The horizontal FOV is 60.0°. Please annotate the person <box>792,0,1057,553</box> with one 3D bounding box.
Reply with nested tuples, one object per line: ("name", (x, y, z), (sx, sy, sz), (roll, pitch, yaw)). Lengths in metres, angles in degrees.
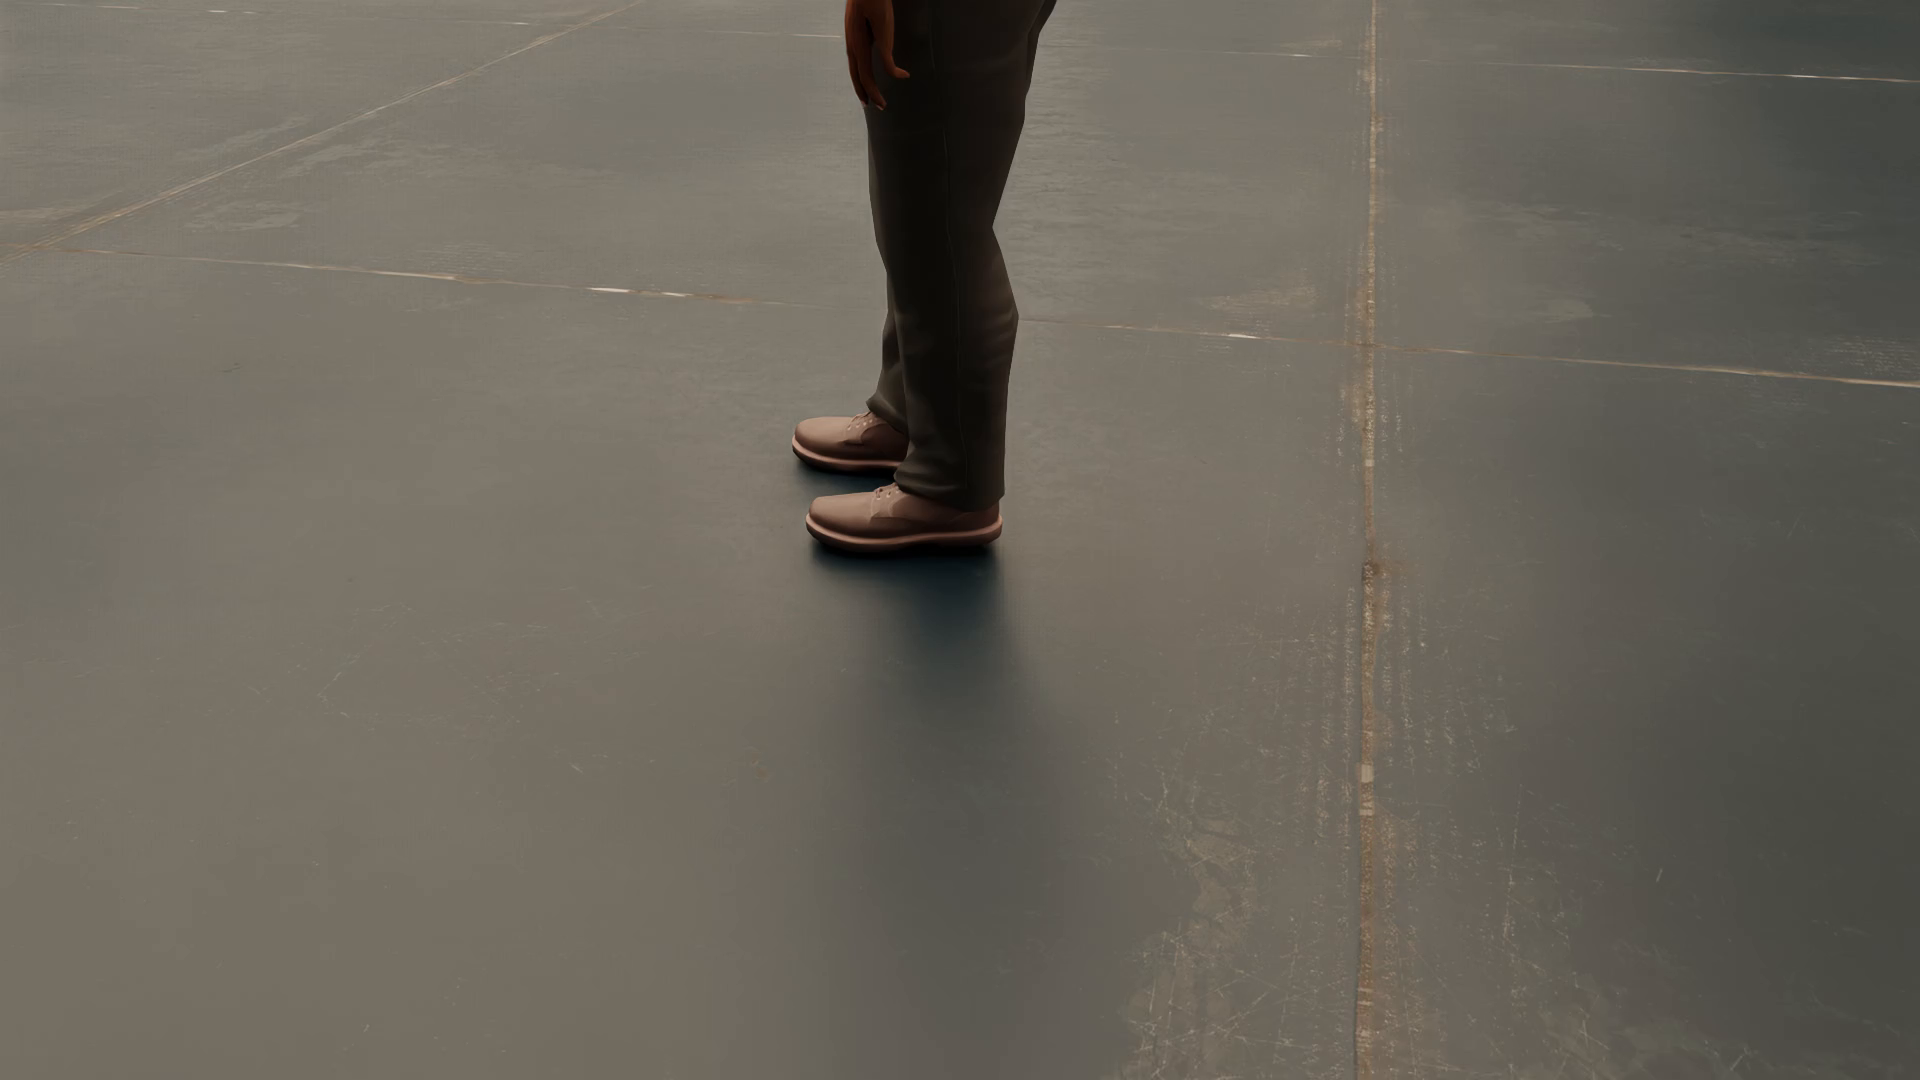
("person", (-0.081, -0.762, 2.158), (0.504, 1.654, 0.570), (6, 27, 11))
